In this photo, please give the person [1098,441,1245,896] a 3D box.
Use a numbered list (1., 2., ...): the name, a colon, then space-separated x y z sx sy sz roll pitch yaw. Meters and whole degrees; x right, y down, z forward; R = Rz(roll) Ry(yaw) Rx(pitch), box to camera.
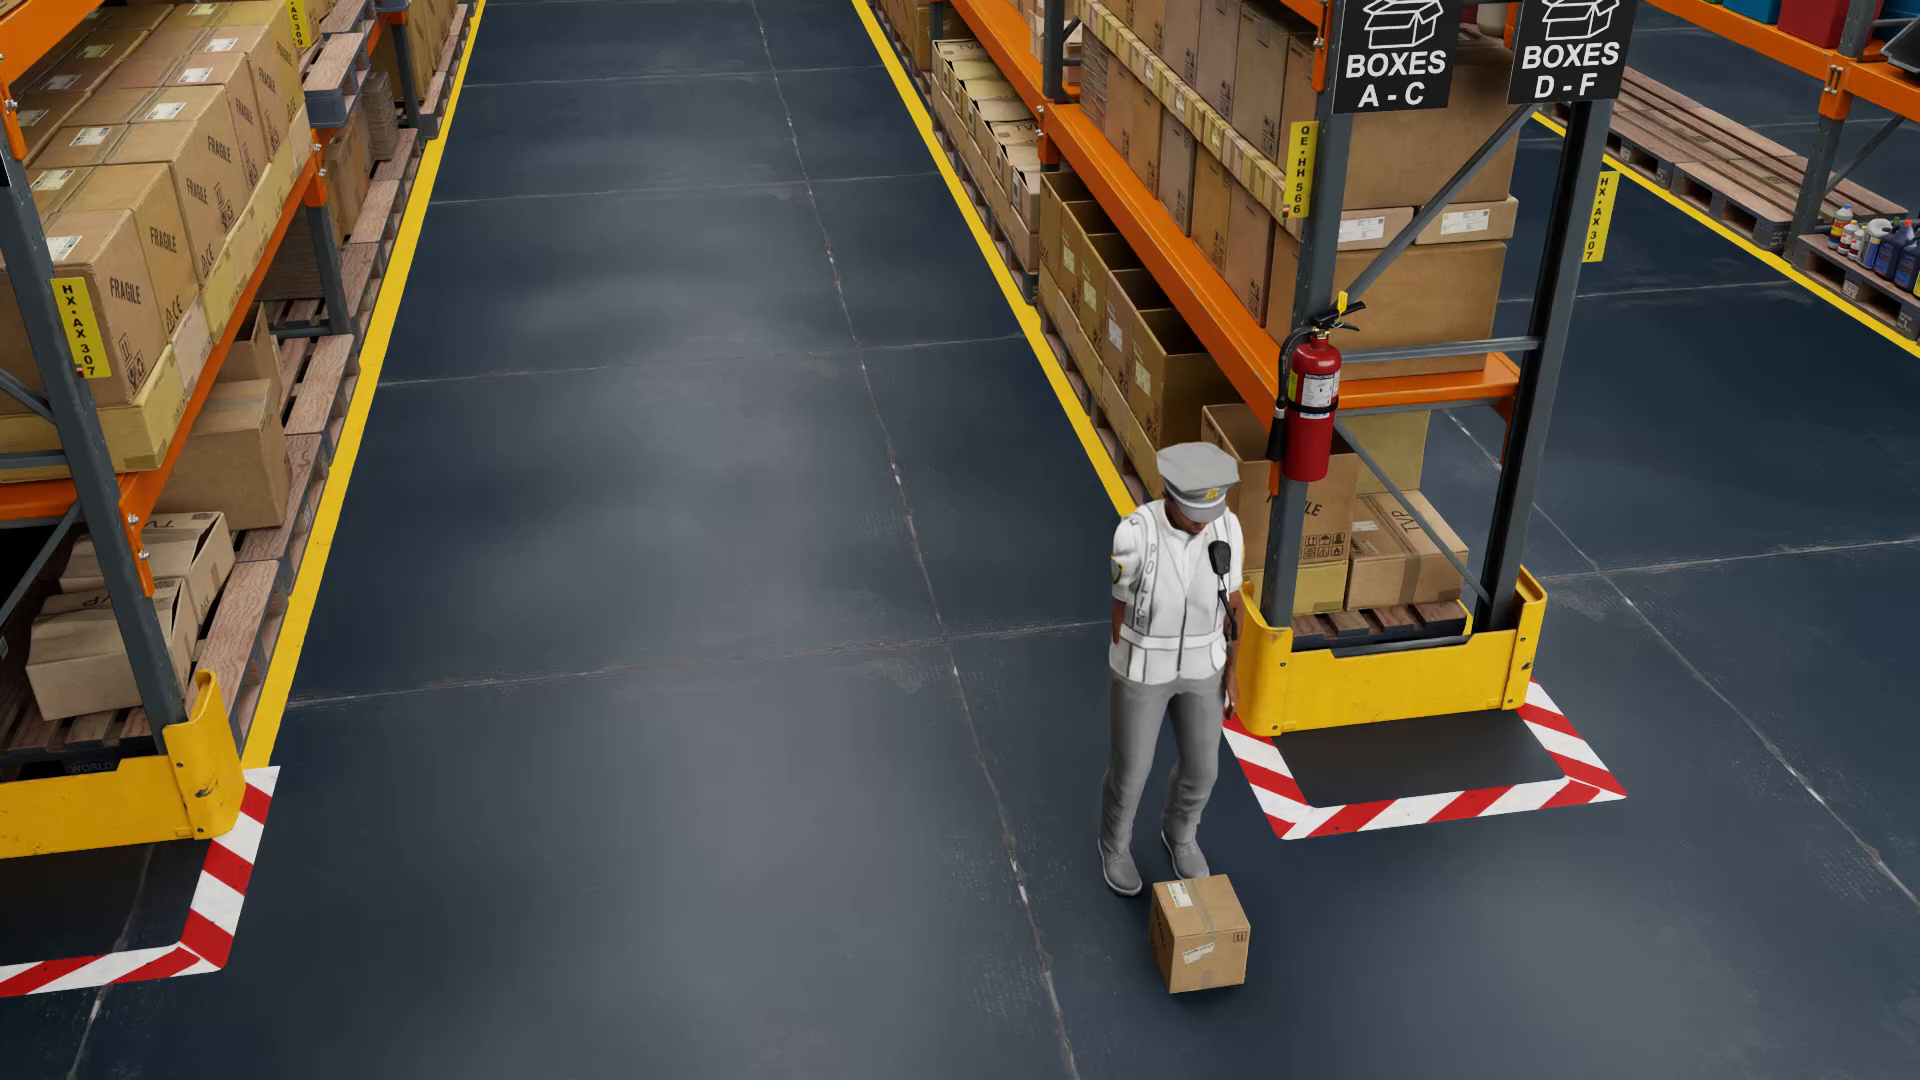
1. person: 0.698 0.433 5.429 0.443 1.651 0.351 -5 31 -9
